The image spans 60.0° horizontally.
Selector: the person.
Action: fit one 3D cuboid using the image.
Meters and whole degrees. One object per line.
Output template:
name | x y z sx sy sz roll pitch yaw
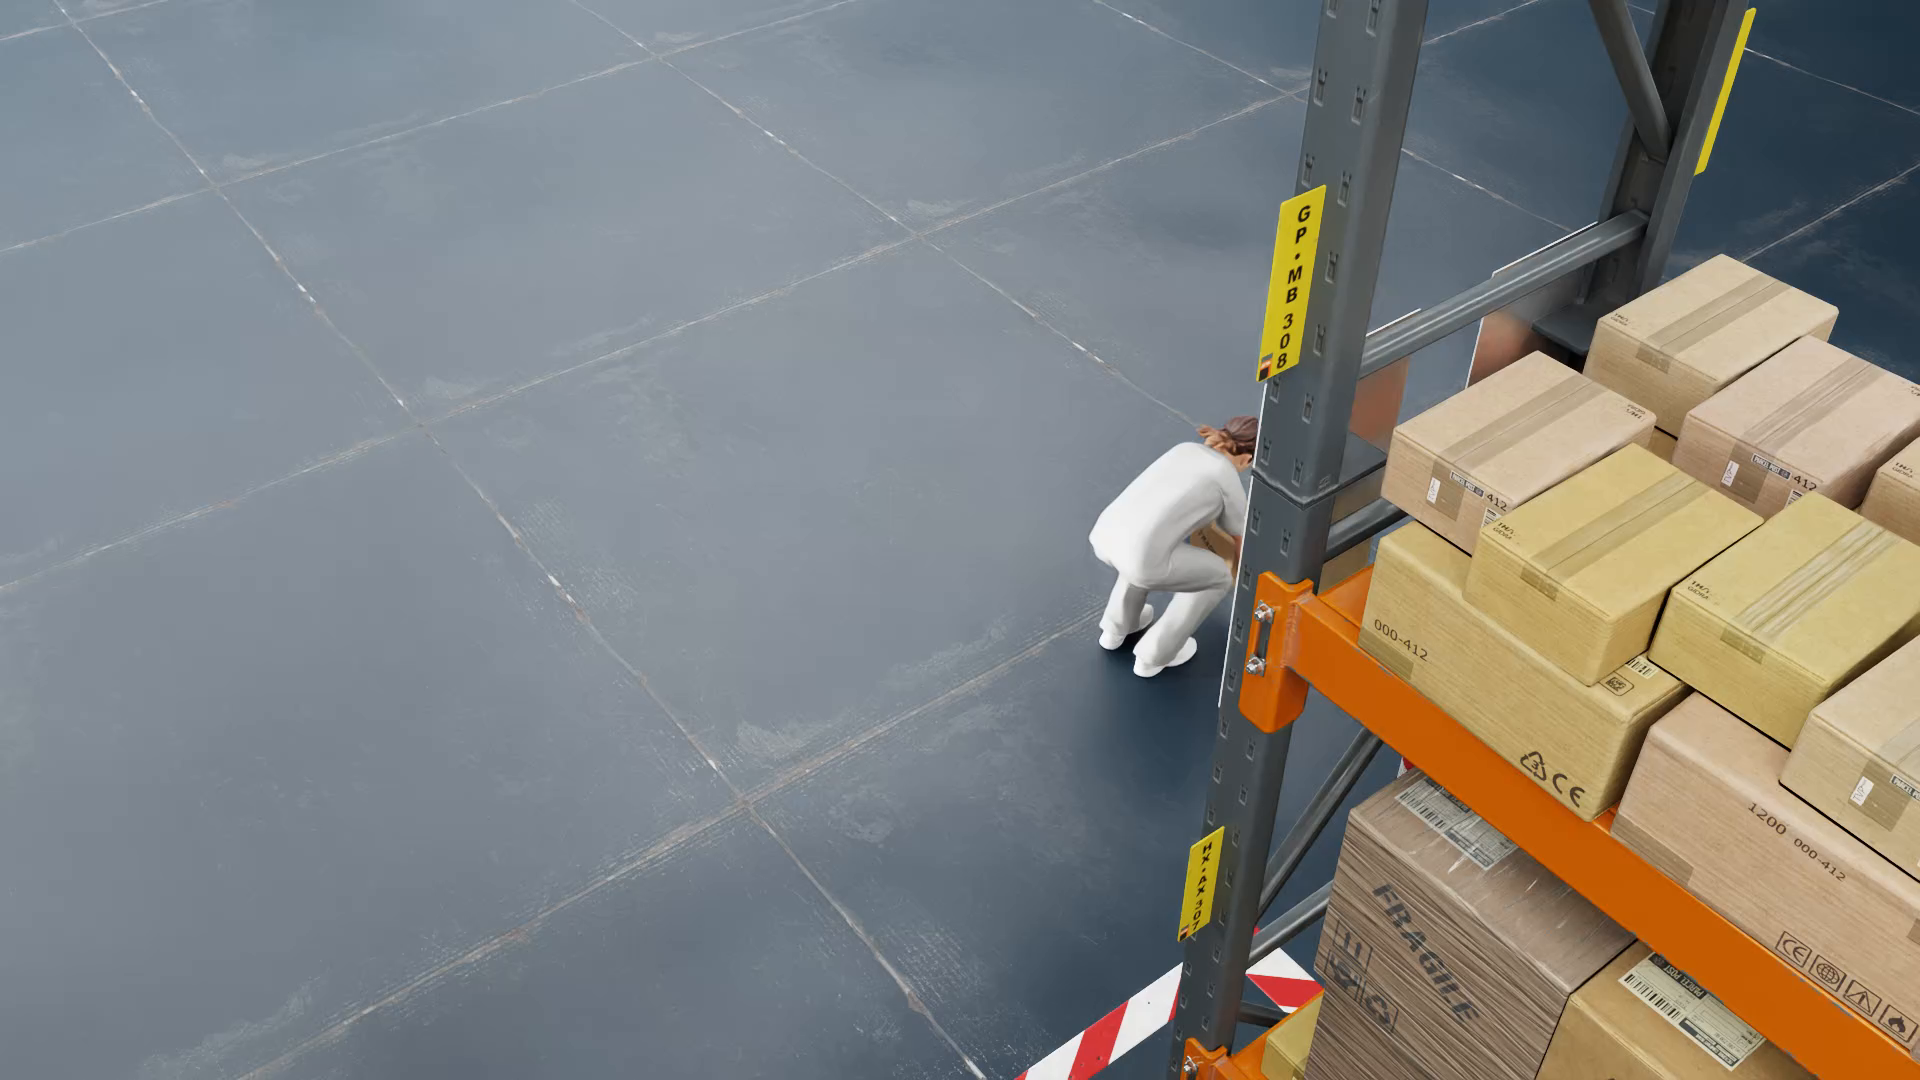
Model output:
person | 0.891 0.016 6.695 0.857 0.956 0.476 -29 48 -29
